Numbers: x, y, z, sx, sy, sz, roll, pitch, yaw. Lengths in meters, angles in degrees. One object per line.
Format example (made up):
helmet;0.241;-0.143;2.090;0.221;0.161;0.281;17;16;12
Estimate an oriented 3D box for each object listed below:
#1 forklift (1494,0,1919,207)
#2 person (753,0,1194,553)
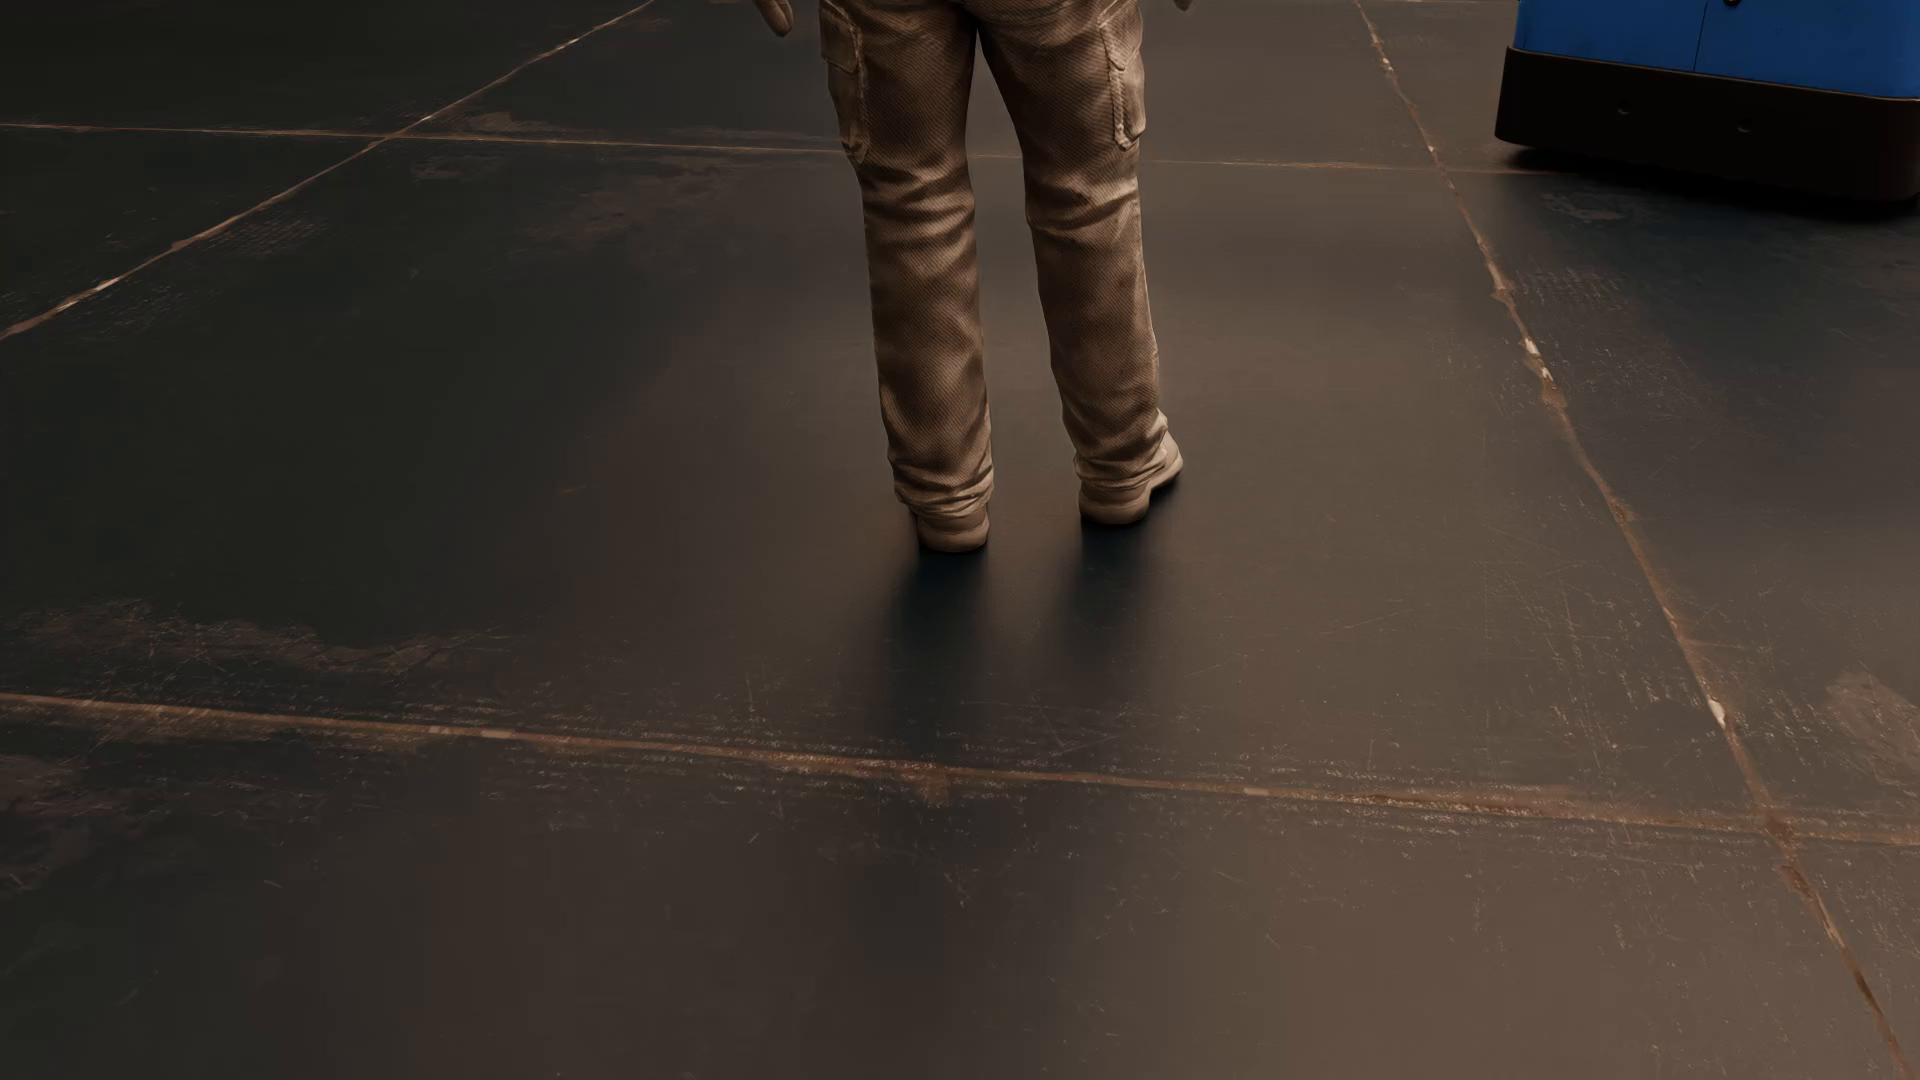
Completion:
forklift;2.823;-2.689;4.607;1.130;2.935;3.031;22;34;37
person;0.018;-0.836;2.162;0.657;1.785;0.575;3;27;7
